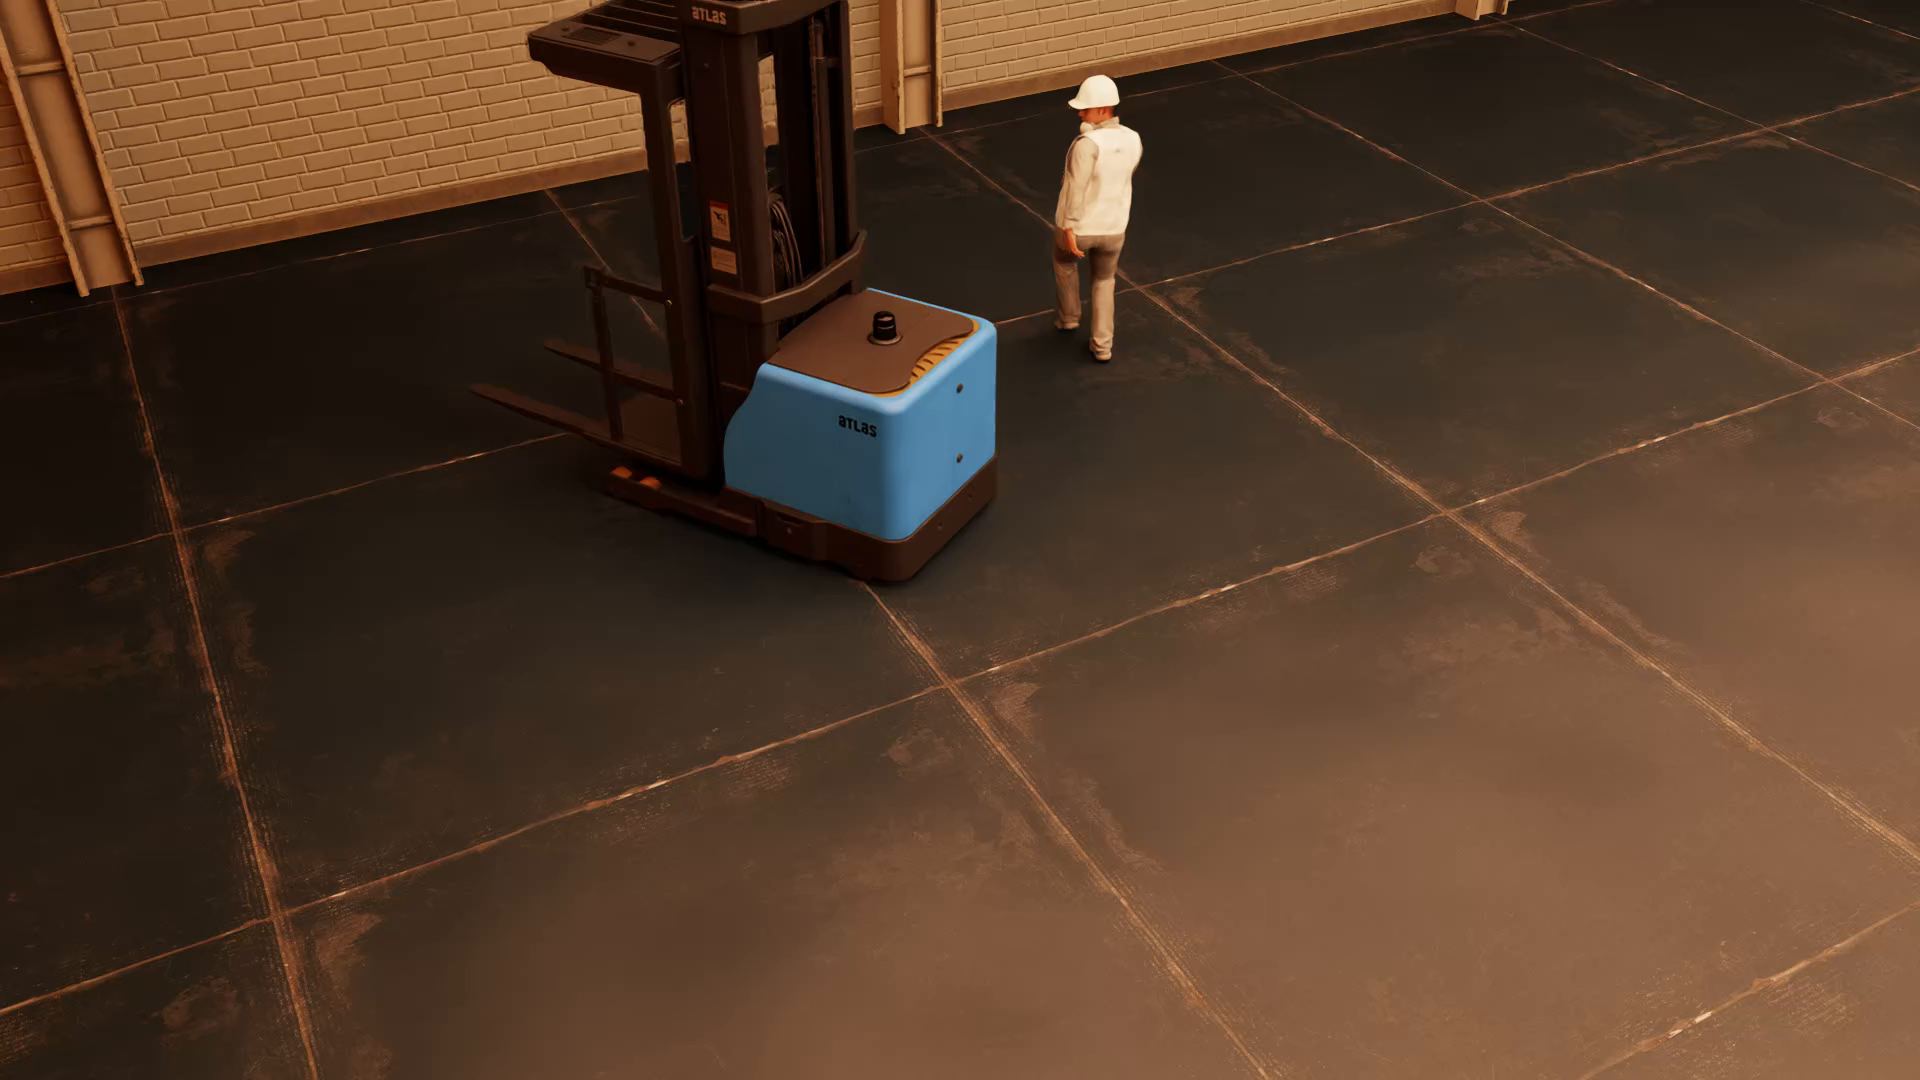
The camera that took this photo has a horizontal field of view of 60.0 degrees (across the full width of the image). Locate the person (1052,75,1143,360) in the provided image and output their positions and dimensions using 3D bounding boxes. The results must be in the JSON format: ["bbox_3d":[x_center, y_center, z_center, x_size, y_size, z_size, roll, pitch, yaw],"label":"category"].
[{"bbox_3d":[0.794,-1.883,9.901,0.592,1.771,0.827,-8,36,-12],"label":"person"}]

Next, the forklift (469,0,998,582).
[{"bbox_3d":[-1.334,-1.609,8.400,3.031,2.935,1.130,19,39,24],"label":"forklift"}]
